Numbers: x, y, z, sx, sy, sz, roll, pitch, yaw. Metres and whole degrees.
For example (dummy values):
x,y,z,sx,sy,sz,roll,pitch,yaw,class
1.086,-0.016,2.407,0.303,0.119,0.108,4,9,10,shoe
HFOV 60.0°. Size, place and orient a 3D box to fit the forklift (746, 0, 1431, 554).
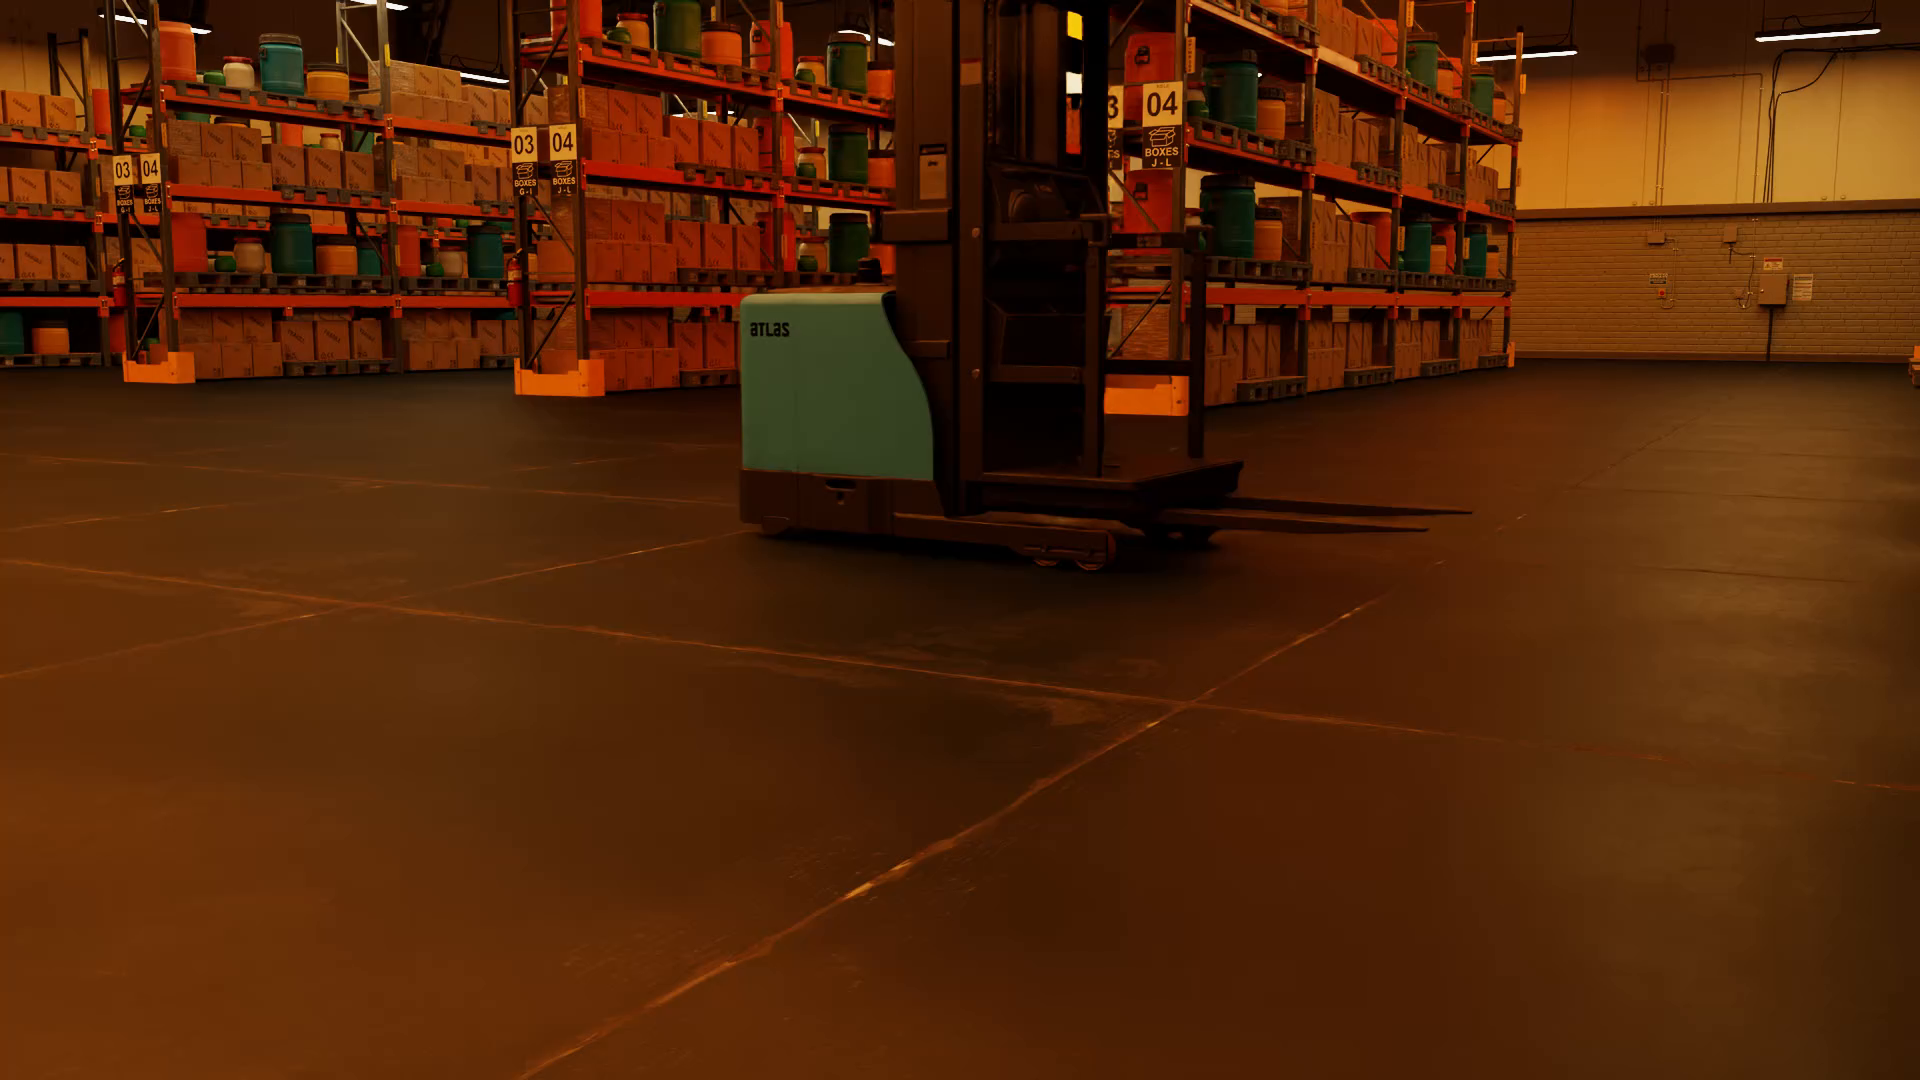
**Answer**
x,y,z,sx,sy,sz,roll,pitch,yaw,class
0.612,-1.483,7.338,3.031,2.935,1.130,-2,8,-16,forklift
